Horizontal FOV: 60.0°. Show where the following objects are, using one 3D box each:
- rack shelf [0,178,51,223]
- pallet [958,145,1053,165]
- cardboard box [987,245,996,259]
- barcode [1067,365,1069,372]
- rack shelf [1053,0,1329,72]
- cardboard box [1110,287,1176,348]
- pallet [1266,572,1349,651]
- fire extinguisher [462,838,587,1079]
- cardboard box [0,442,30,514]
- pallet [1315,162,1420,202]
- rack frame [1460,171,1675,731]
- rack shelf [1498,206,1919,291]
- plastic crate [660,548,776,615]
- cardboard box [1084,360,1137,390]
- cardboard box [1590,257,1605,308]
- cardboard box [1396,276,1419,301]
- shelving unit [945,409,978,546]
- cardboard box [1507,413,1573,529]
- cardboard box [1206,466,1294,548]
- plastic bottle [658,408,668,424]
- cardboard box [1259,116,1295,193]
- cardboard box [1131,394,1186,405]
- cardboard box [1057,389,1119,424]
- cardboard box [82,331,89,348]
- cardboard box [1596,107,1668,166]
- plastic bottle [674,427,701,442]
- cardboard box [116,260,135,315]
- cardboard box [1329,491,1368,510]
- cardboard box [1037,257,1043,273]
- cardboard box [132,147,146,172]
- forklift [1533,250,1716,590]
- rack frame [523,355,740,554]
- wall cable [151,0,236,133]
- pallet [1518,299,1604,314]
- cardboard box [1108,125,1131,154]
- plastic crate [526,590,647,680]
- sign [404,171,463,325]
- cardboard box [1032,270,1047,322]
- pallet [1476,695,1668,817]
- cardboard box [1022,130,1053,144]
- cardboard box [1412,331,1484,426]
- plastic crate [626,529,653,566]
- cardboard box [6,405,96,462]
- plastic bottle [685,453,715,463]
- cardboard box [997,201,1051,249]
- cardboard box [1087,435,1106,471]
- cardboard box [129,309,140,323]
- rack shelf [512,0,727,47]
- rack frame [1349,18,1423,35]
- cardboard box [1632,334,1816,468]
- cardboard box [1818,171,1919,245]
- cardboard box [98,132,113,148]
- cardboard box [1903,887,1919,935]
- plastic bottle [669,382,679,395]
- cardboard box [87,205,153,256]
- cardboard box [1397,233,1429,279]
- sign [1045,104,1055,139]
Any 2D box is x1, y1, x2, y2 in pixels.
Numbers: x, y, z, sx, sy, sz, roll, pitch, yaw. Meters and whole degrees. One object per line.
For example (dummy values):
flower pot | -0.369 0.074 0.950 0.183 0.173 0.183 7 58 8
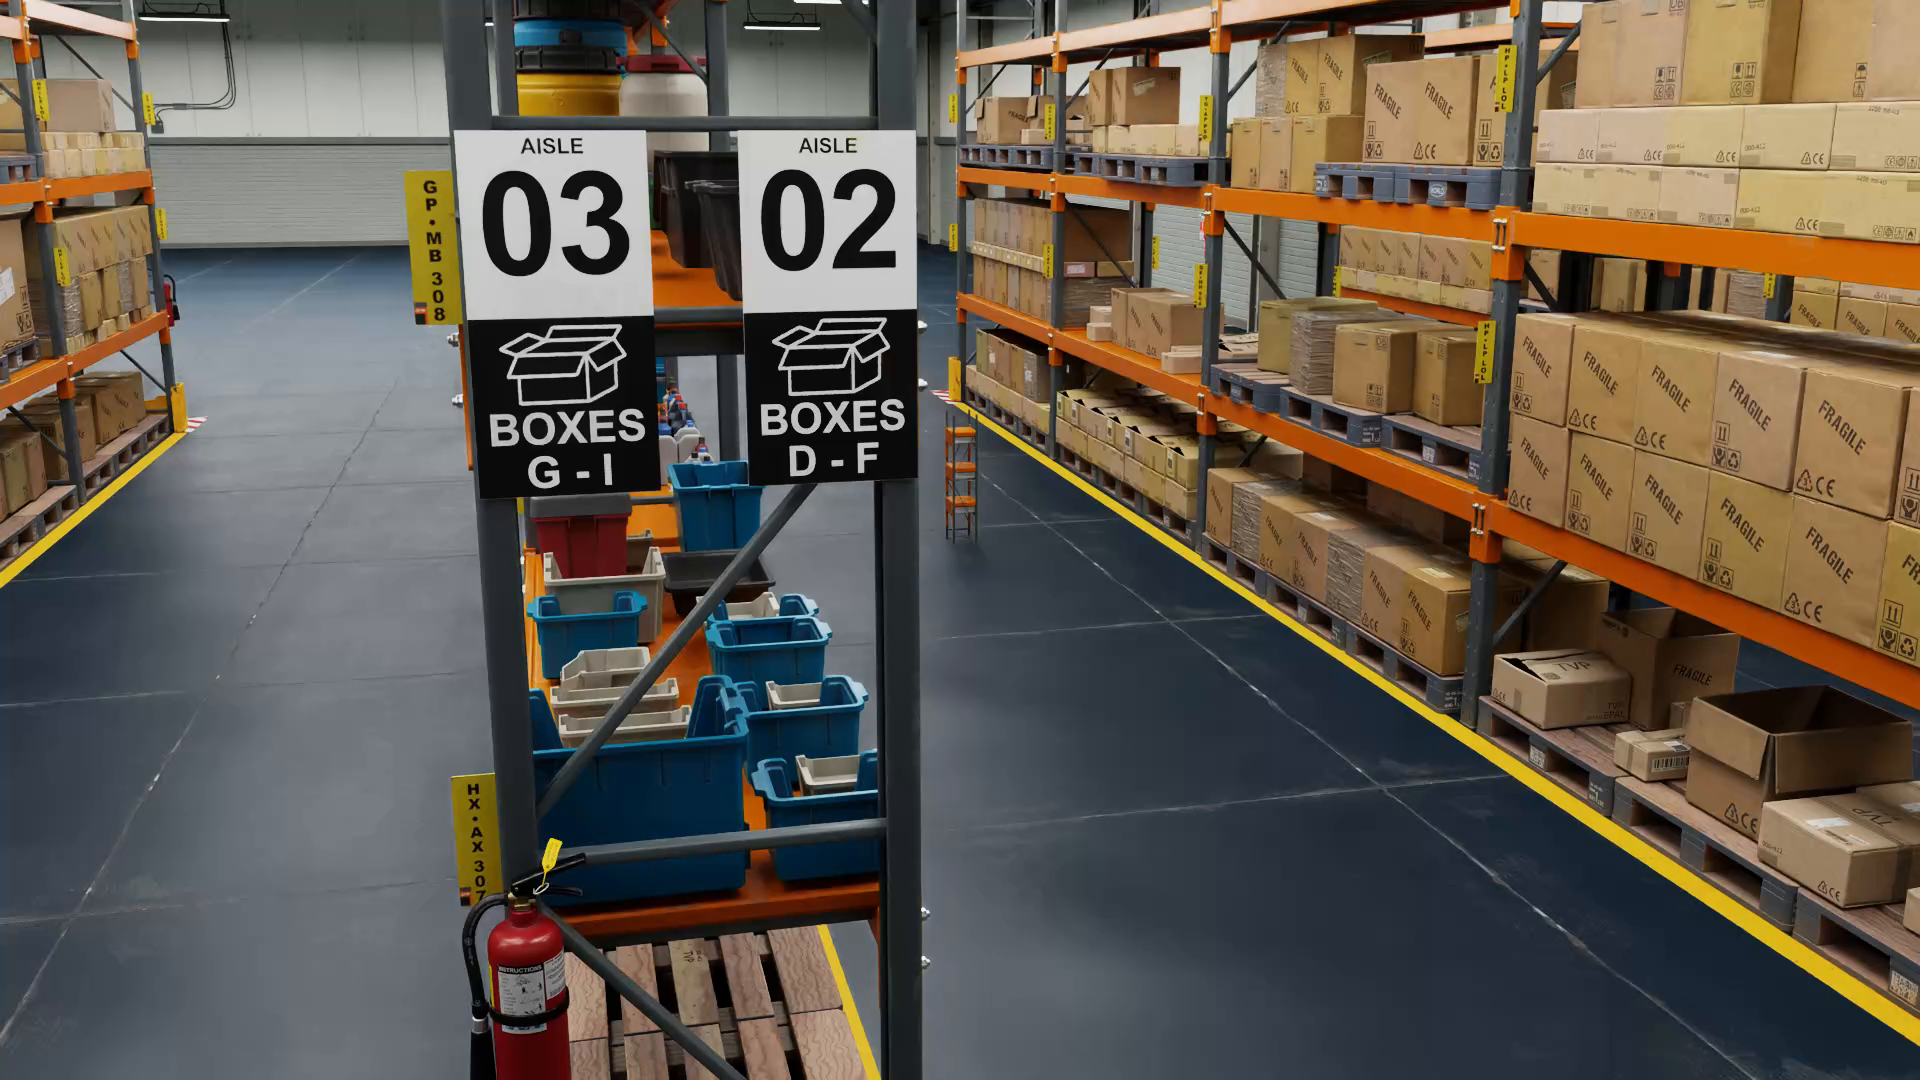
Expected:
rack shelf | -7.759 -2.391 12.090 1.077 0.370 4.000 -3 14 -13
pallet | 0.603 -4.469 19.264 1.003 0.211 1.213 -3 14 -13
cardboard box | 0.524 -3.303 19.051 0.380 0.149 0.250 -4 14 -14
barcode | 1.057 -1.680 16.300 0.001 0.075 0.075 -3 14 -13
rack shelf | 1.871 -4.205 14.038 1.077 0.370 4.000 -3 14 -13
cardboard box | 1.690 -2.045 15.267 0.500 0.500 0.500 -2 14 -9
pallet | 2.763 0.436 11.196 1.003 0.211 1.213 -3 14 -13
fire extinguisher | -1.002 1.026 3.855 0.296 0.674 0.183 -3 14 -13
cardboard box | -8.011 -0.490 13.454 0.700 0.500 0.500 -3 14 -14
pallet | 2.949 -2.210 10.228 1.213 0.211 1.003 -3 14 -13
rack frame | 3.281 -0.451 8.952 1.000 3.000 0.127 -3 14 -13
rack shelf | 3.750 -1.097 6.792 1.077 0.370 4.000 -3 14 -13
plastic crate | -1.011 0.172 6.855 0.437 0.125 0.590 -3 14 -13
cardboard box | 1.597 -1.653 17.202 0.500 0.500 0.500 -3 14 -13
cardboard box | 6.427 -2.587 16.558 0.700 0.500 0.500 -2 14 -7
cardboard box | 5.449 -2.949 19.451 0.500 0.250 0.500 -3 14 -13
shelving unit | 0.013 -0.498 13.252 0.215 1.050 0.252 -3 14 -13
cardboard box | 3.135 -0.367 8.396 0.500 0.500 0.500 -3 14 -12
cardboard box | 2.170 -0.252 12.478 0.500 0.500 0.500 -3 14 -11
plastic bottle | -1.793 -0.658 10.045 0.061 0.283 0.133 -3 14 -13
cardboard box | 2.596 -2.663 11.475 0.910 0.500 0.500 -3 14 -13
cardboard box | 1.904 -1.240 15.909 0.500 0.311 0.500 -3 14 -12
cardboard box | 1.257 -1.328 16.269 0.500 0.311 0.500 -3 14 -13
cardboard box | -8.118 -1.804 15.019 0.380 0.149 0.250 -3 14 -13
cardboard box | 3.272 -1.837 7.567 0.500 0.250 0.500 -3 14 -13
plastic bottle | -1.545 -0.510 9.457 0.152 0.276 0.135 -3 14 -13
cardboard box | -8.756 -2.506 16.527 0.875 0.500 0.500 -3 14 -13
cardboard box | 2.910 -0.051 11.655 0.500 0.500 0.500 -4 14 -15
cardboard box | 1.009 -2.828 17.105 0.380 0.149 0.250 -4 14 -15
cardboard box | -8.808 -3.955 17.291 0.500 0.250 0.500 -3 14 -12
forklift | 5.216 -1.349 12.774 1.130 2.935 3.031 11 18 39
rack frame | -1.535 -0.175 7.825 1.000 3.000 0.127 -3 14 -13
wall cable | -21.558 -14.393 46.213 2.305 6.003 0.169 -3 14 -13
pallet | 6.254 -2.296 16.907 1.003 0.211 1.213 -3 14 -13
cardboard box | 1.669 -3.615 15.016 0.500 0.250 0.500 -5 15 -19
plastic crate | -1.327 0.340 5.941 0.416 0.233 0.300 -3 14 -13
sign | -1.127 -0.625 3.564 0.100 0.325 0.005 -3 14 -13
cardboard box | 1.161 -2.568 17.408 0.700 0.500 0.500 -3 14 -14
pallet | 3.441 1.062 8.634 1.003 0.211 1.213 -3 14 -13
cardboard box | 0.853 -4.166 17.190 0.380 0.149 0.250 -3 14 -13
cardboard box | 3.164 -0.980 10.023 0.700 0.500 0.500 -1 14 -4
plastic crate | -1.565 0.039 7.377 0.396 0.136 0.243 -3 14 -13
cardboard box | -8.425 -0.961 15.422 0.500 0.500 0.500 1 14 5
plastic bottle | -1.359 -0.328 8.709 0.152 0.276 0.135 -3 14 -13
cardboard box | 0.820 -3.540 18.652 0.700 0.500 0.500 -3 14 -13
cardboard box | 1.499 -0.820 15.373 0.500 0.250 0.500 -4 14 -15
cardboard box | -8.690 -2.320 17.134 0.380 0.149 0.250 -3 14 -13
rack shelf | -2.005 -3.007 9.134 1.077 0.370 4.000 -3 14 -13
rack frame | 5.277 -6.410 20.704 1.000 3.000 0.127 -3 14 -13
cardboard box | 3.360 -0.623 7.339 0.500 0.500 0.500 -4 14 -15
cardboard box | 3.606 -1.247 6.205 0.500 0.250 0.500 -3 14 -13
cardboard box | -8.501 -3.898 16.219 0.380 0.149 0.250 -4 14 -16
cardboard box | 3.845 1.425 6.319 0.380 0.166 0.250 -3 14 -13
plastic bottle | -1.911 -0.919 11.113 0.061 0.283 0.133 -3 14 -13
cardboard box | -8.798 -3.233 17.397 0.500 0.500 0.500 -3 14 -13
cardboard box | 5.451 -3.318 19.380 0.500 0.500 0.500 -3 14 -11
sign | 0.863 -4.012 15.951 0.100 0.325 0.005 -3 14 -13
